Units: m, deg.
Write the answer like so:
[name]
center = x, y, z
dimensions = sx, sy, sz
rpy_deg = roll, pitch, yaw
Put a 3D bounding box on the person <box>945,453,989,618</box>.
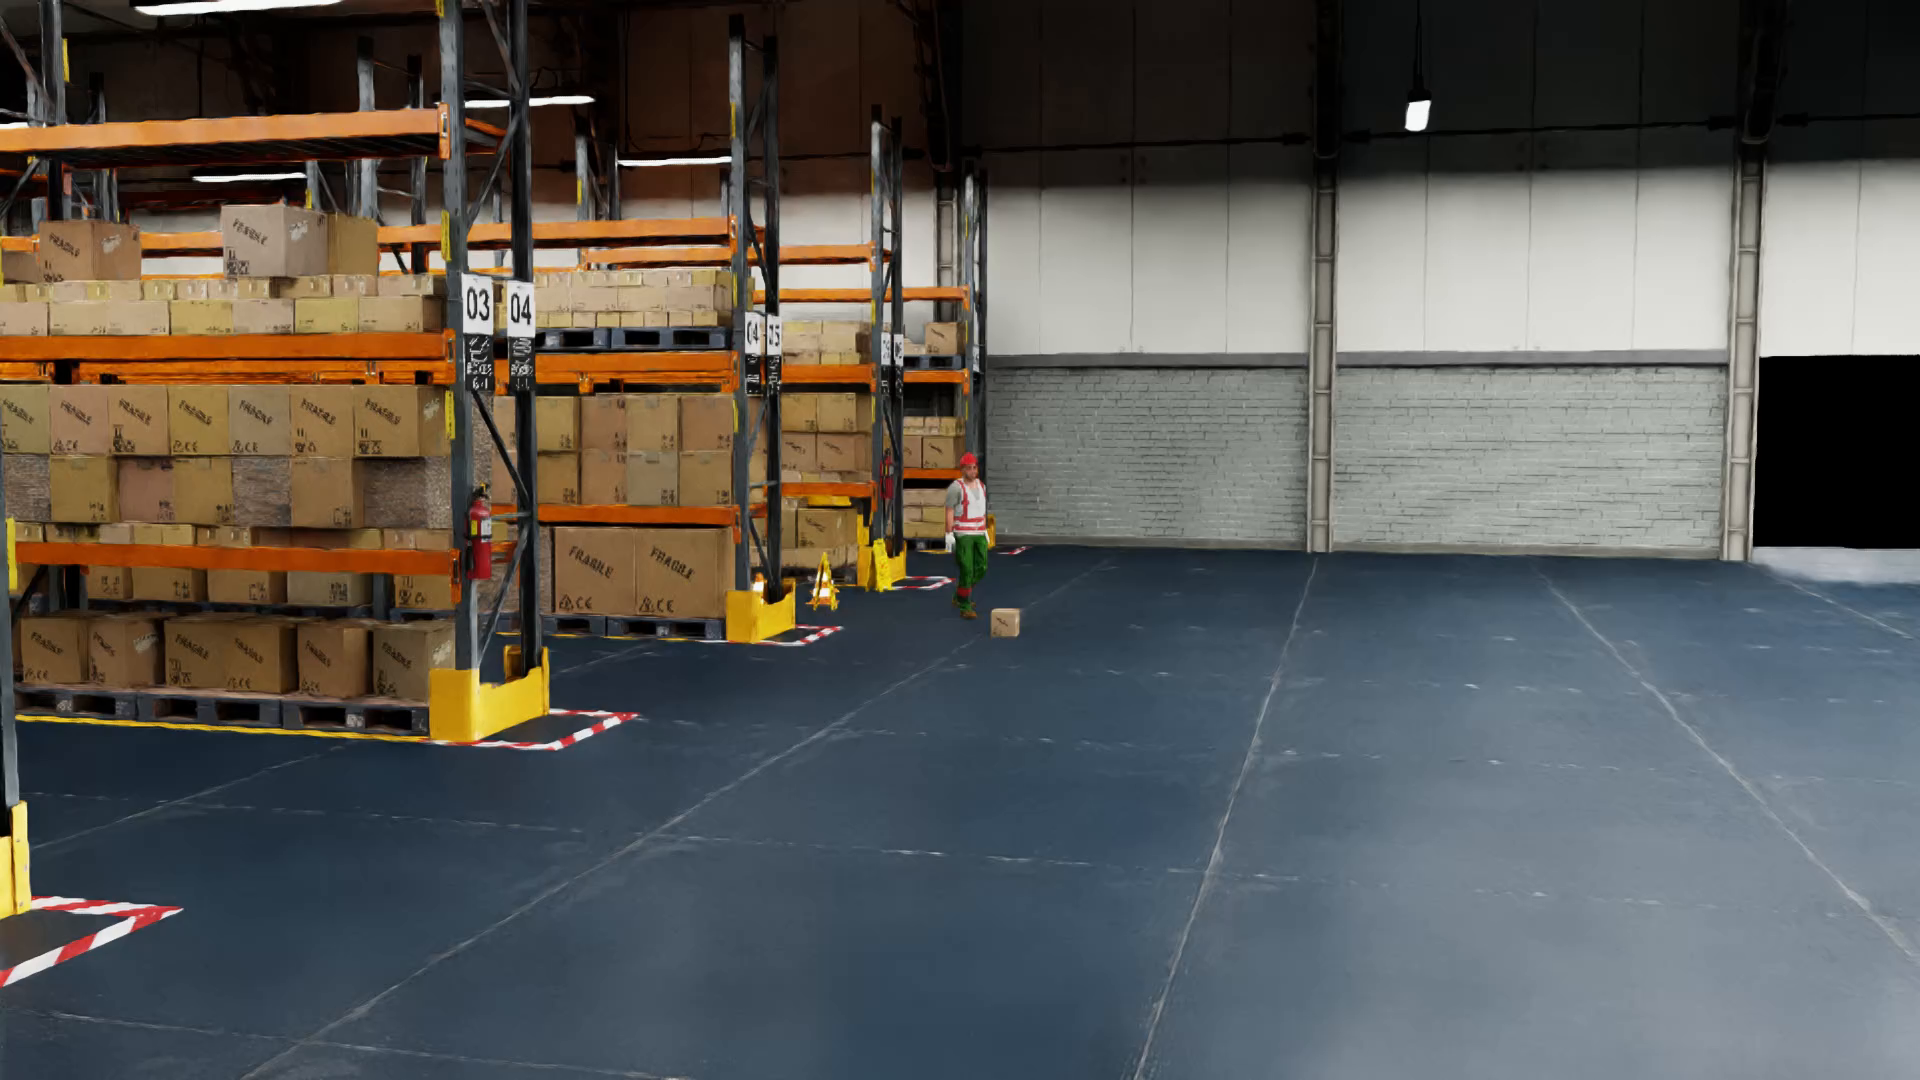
[person]
center = 0.049, -0.056, 18.008
dimensions = 0.587, 1.780, 0.573
rpy_deg = -4, 6, -42
